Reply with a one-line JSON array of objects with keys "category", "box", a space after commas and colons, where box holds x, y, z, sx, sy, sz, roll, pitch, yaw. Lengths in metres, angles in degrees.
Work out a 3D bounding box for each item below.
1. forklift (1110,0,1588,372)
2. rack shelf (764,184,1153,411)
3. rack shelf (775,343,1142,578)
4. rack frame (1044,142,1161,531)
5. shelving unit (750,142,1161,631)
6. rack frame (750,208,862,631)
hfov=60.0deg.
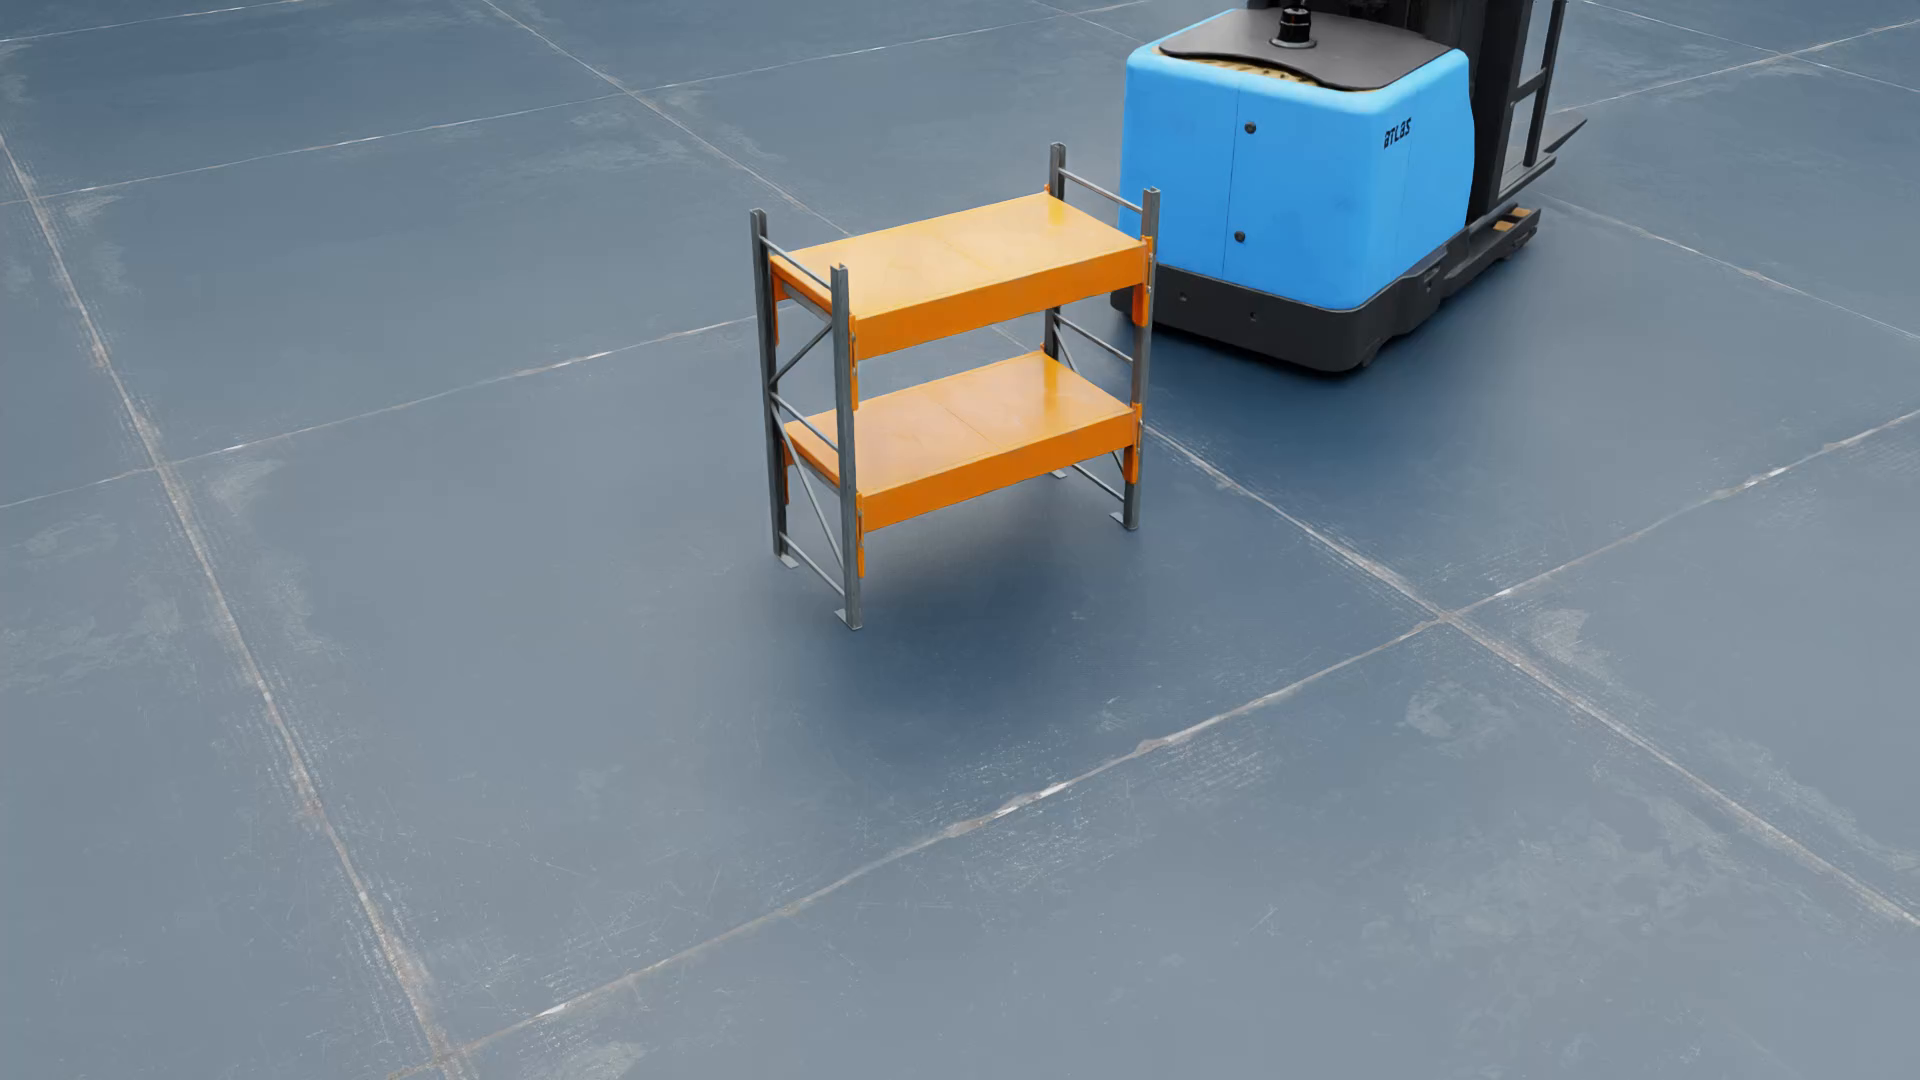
[{"category": "forklift", "box": [1.883, -2.585, 6.601, 1.130, 2.935, 3.031, 22, 38, 31]}, {"category": "rack shelf", "box": [-0.006, -0.721, 4.791, 1.000, 0.278, 0.538, -19, 37, -27]}, {"category": "rack shelf", "box": [-0.006, -0.267, 5.077, 1.000, 0.278, 0.538, -19, 37, -27]}, {"category": "rack frame", "box": [0.422, -0.621, 5.180, 0.032, 1.125, 0.500, -19, 37, -27]}, {"category": "shelving unit", "box": [-0.006, -0.474, 4.947, 1.048, 1.125, 0.538, -19, 37, -27]}, {"category": "rack frame", "box": [-0.433, -0.327, 4.714, 0.032, 1.125, 0.500, -19, 37, -27]}]
